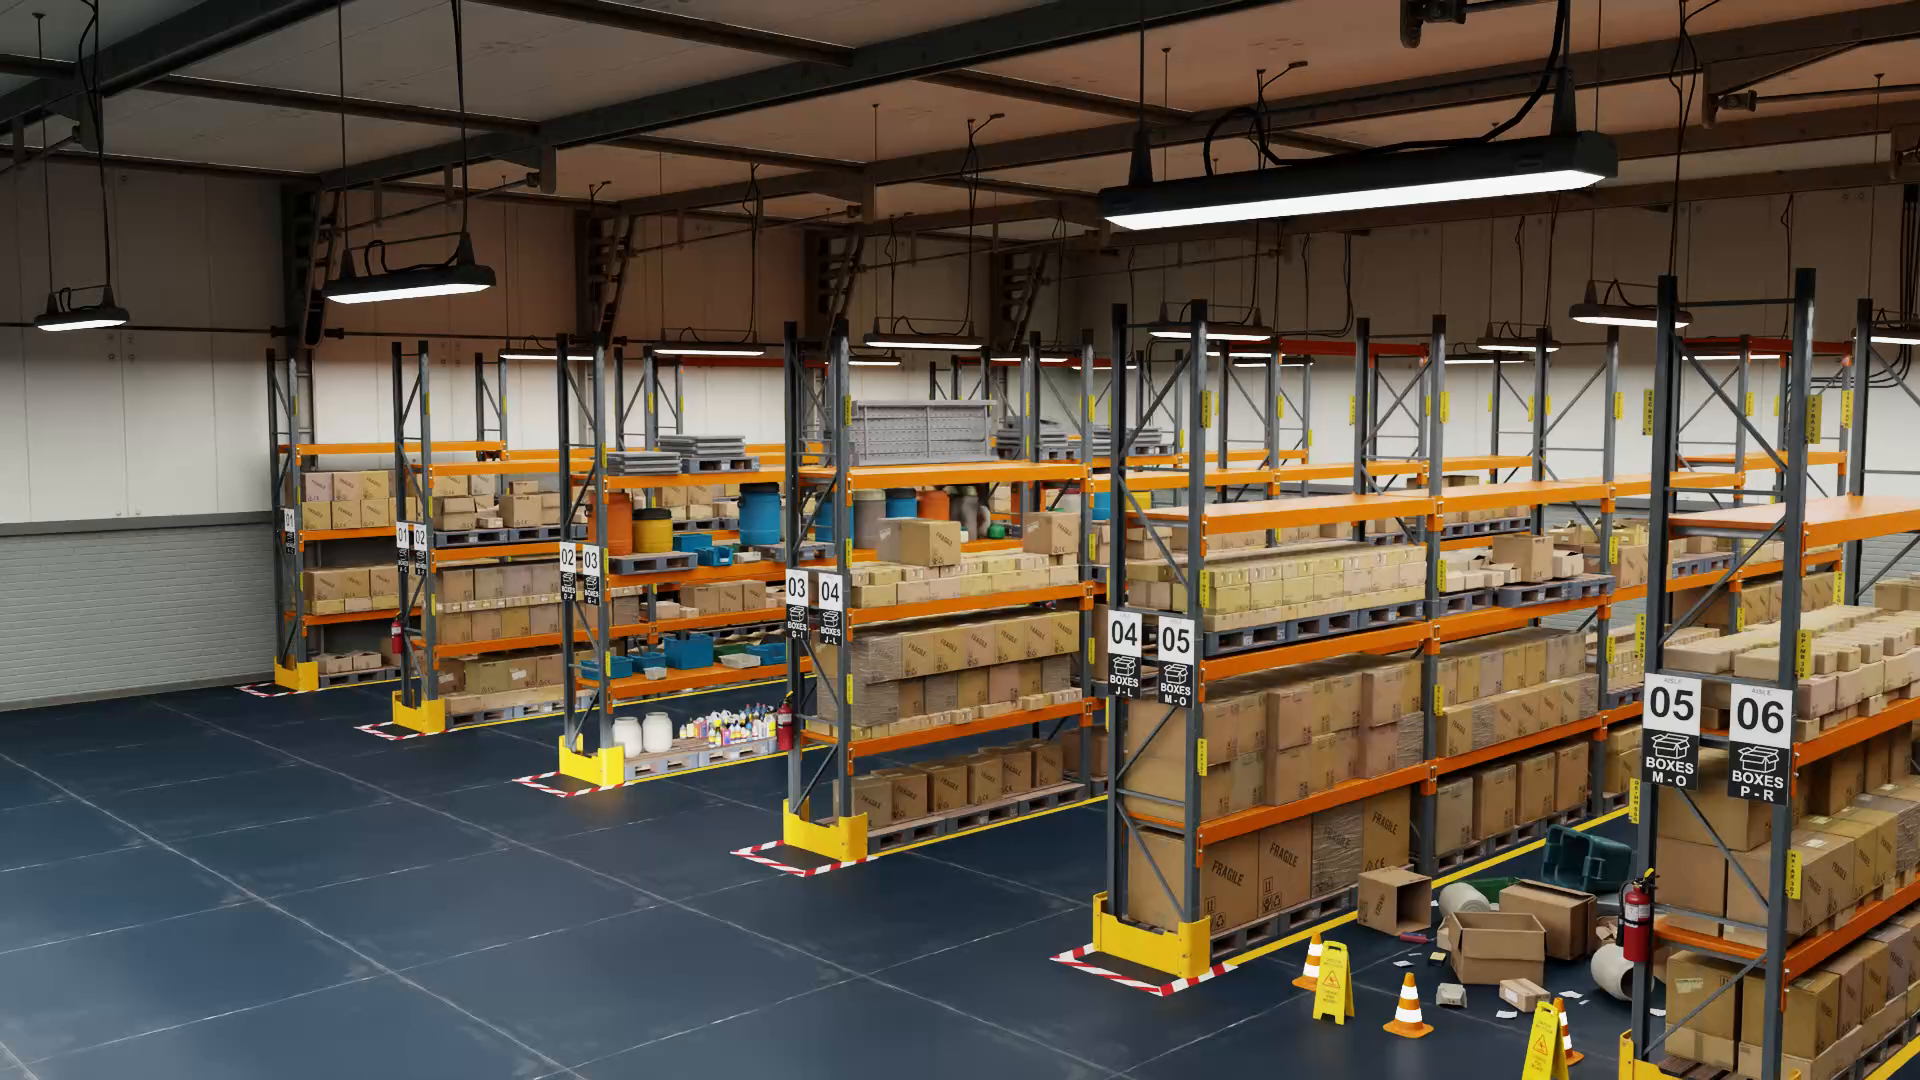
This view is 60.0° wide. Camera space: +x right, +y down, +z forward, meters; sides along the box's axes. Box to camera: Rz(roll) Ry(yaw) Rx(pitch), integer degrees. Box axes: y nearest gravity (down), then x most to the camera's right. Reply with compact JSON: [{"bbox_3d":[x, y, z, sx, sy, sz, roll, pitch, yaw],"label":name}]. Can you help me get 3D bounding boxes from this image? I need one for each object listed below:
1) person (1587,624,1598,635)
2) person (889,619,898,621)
[{"bbox_3d":[10.342,2.085,27.118,0.643,1.488,0.763,3,6,31],"label":"person"},{"bbox_3d":[-0.928,1.971,27.862,0.767,1.635,0.544,-2,5,-21],"label":"person"}]
